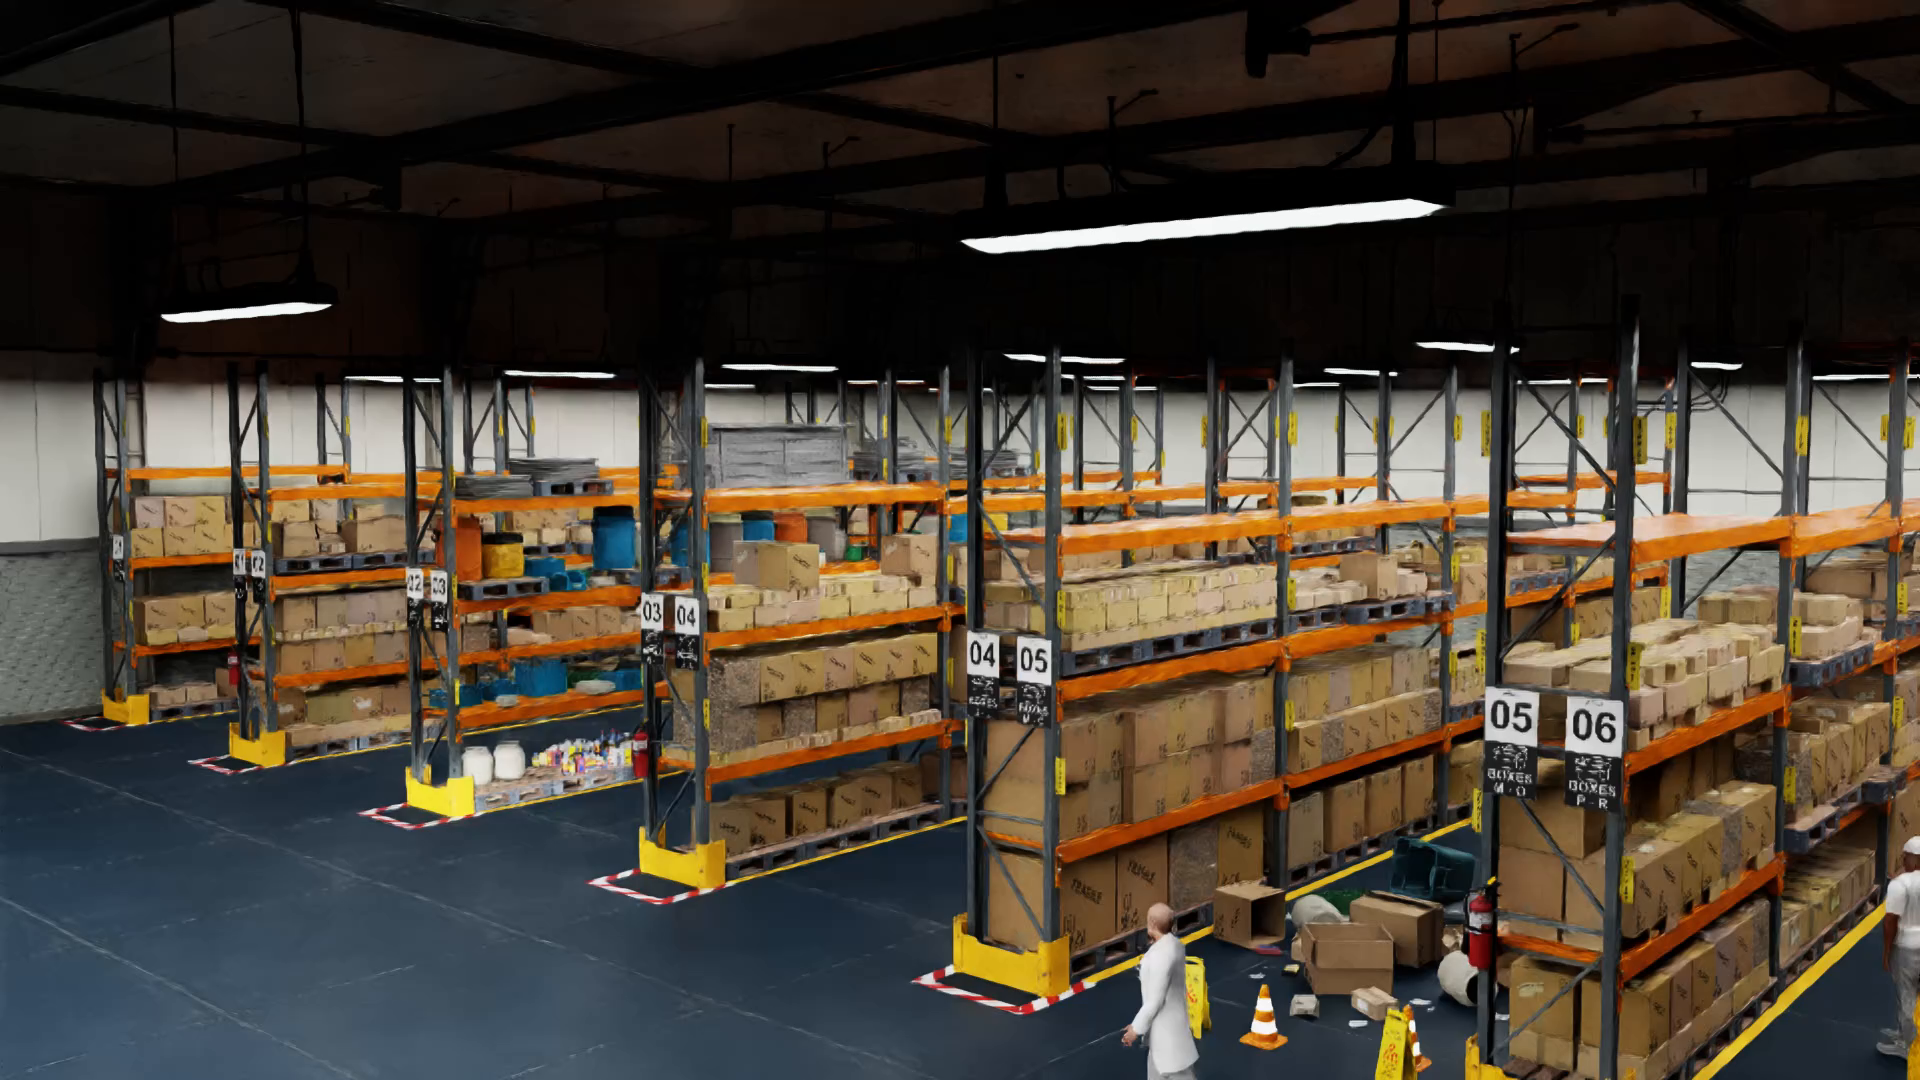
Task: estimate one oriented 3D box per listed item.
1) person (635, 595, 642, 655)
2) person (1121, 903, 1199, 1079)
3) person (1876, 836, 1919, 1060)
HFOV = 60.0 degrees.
[{"bbox_3d":[-6.271,1.878,33.099,0.449,1.679,0.540,1,4,12],"label":"person"},{"bbox_3d":[1.468,3.428,11.633,0.767,1.771,0.604,1,4,12],"label":"person"},{"bbox_3d":[7.695,3.274,13.514,0.625,1.765,0.497,-1,4,-18],"label":"person"}]
